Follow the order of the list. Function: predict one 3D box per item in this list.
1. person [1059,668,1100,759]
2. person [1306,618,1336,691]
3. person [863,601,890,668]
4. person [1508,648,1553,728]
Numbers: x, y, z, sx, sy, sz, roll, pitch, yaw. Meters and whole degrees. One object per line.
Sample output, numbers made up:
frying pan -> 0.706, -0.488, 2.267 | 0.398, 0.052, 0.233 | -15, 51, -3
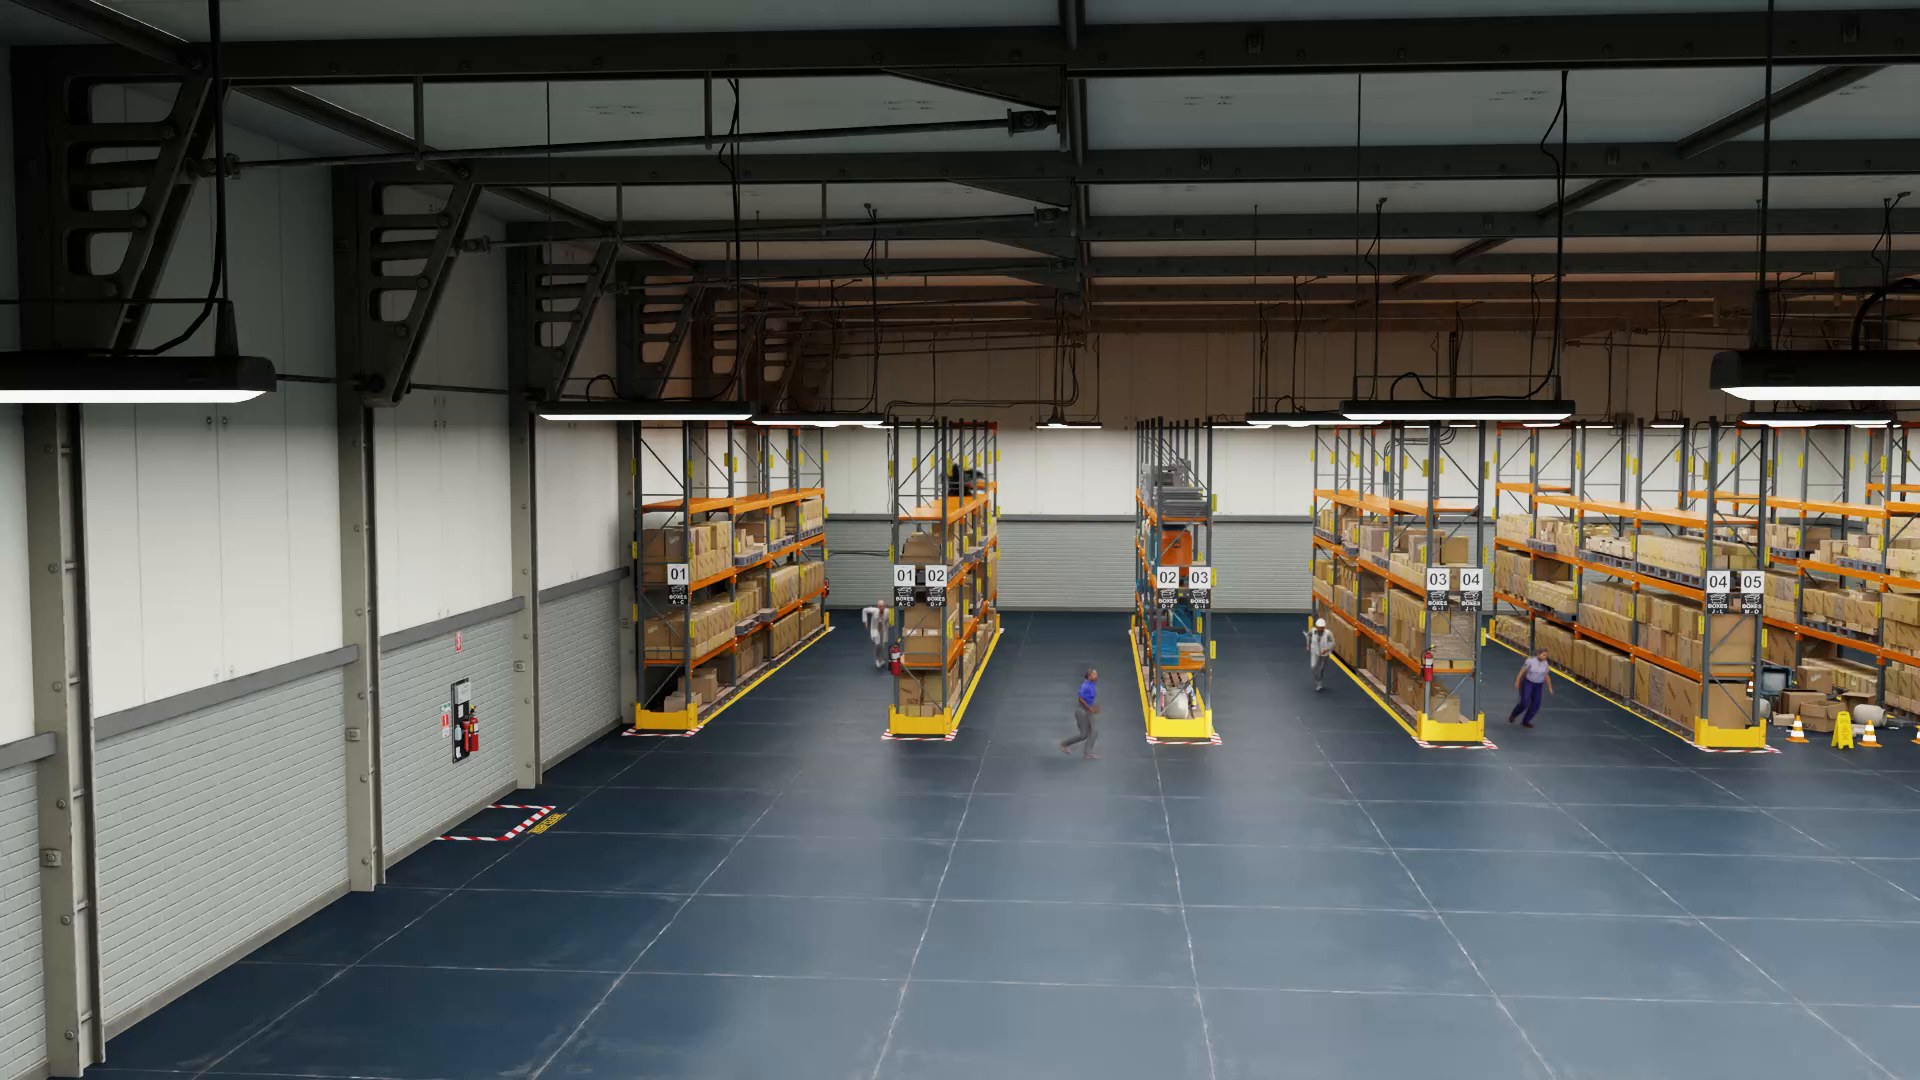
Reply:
person -> 2.103, 3.029, 29.120 | 0.713, 1.608, 0.579 | 2, 4, 22
person -> 8.044, 2.508, 37.027 | 0.648, 1.613, 1.124 | 1, 4, 16
person -> -1.980, 2.336, 40.335 | 0.751, 1.573, 1.043 | -1, 4, -9
person -> 11.022, 2.838, 32.114 | 0.735, 1.568, 0.592 | -1, 4, -10
